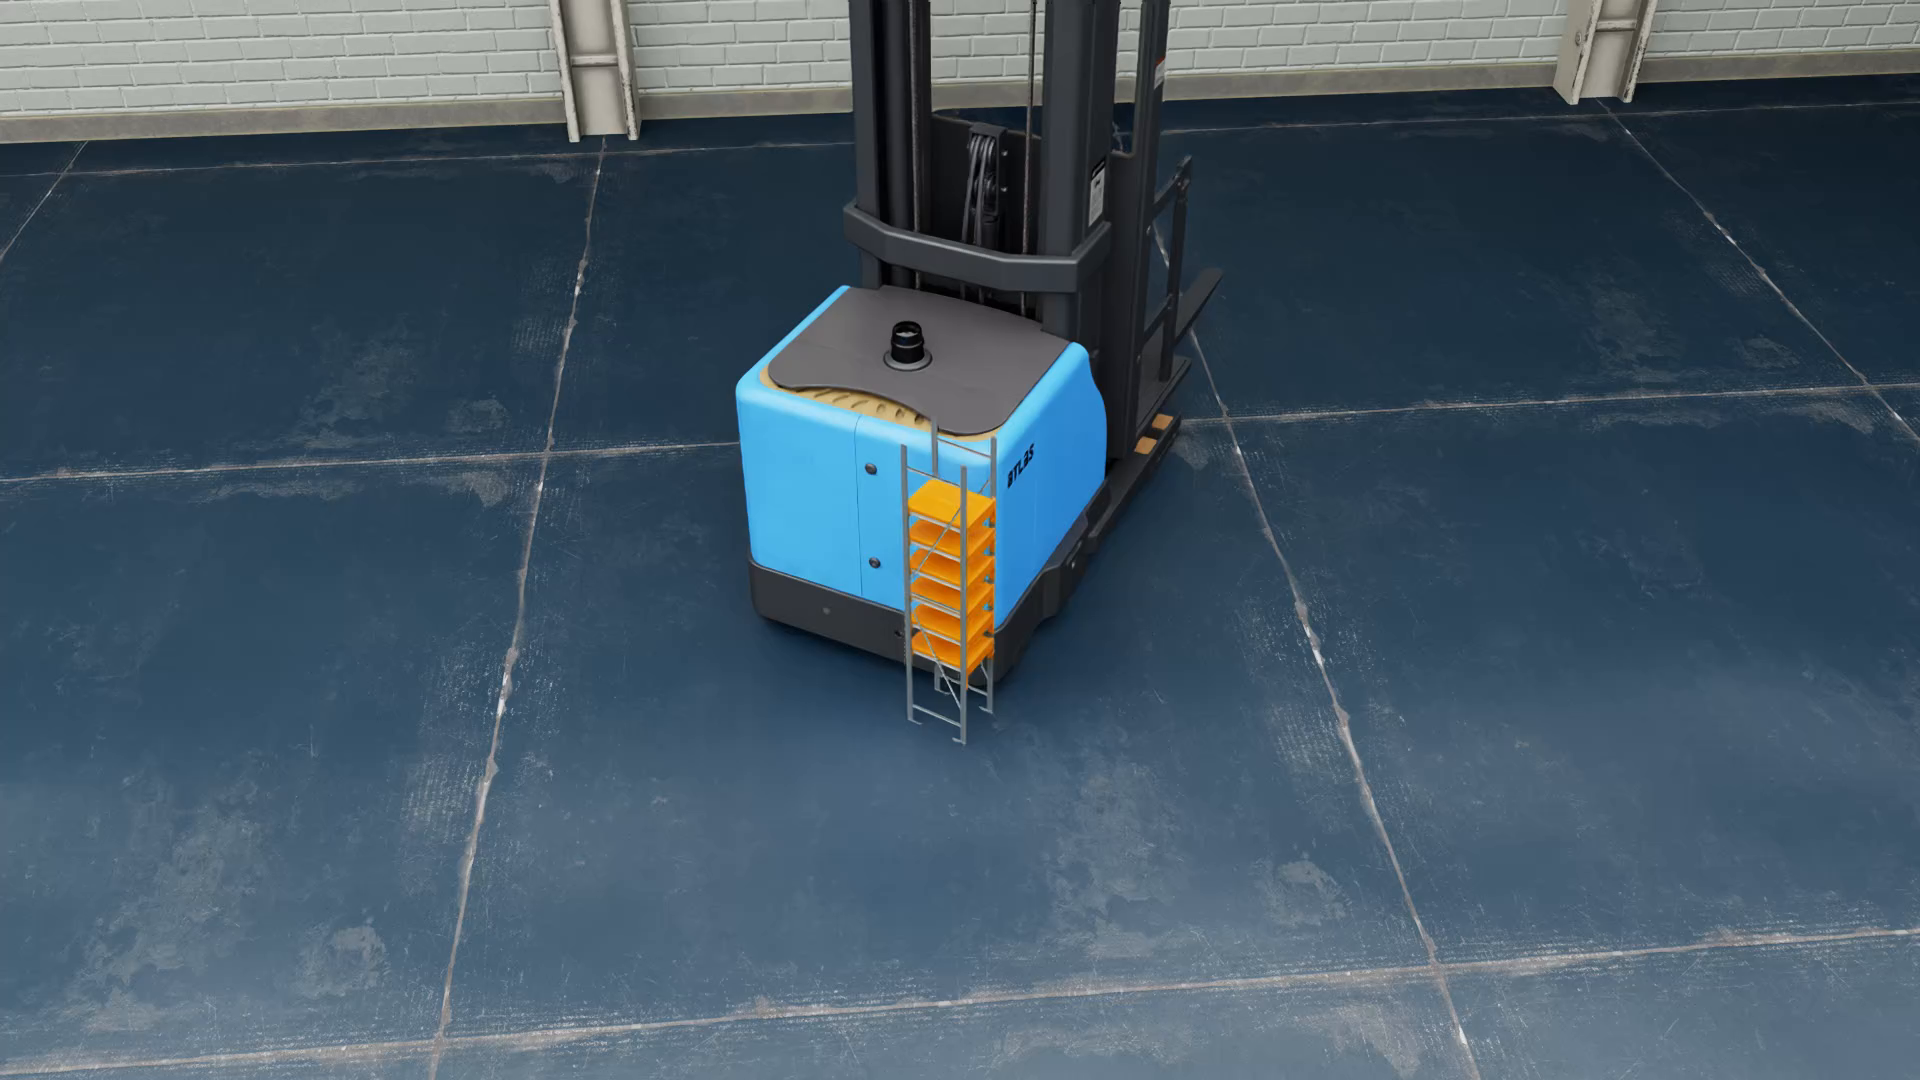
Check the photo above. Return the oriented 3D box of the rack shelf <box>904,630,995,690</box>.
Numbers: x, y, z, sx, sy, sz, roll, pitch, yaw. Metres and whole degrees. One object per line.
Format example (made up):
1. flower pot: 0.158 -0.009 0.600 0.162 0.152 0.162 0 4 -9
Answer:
1. rack shelf: -0.035 0.384 5.754 0.258 0.103 0.180 20 43 24

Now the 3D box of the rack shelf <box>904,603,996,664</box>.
1. rack shelf: -0.035 0.290 5.679 0.258 0.103 0.180 20 43 24

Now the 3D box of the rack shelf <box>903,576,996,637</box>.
1. rack shelf: -0.035 0.196 5.605 0.258 0.103 0.180 20 43 24

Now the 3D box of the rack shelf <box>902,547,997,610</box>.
1. rack shelf: -0.035 0.102 5.531 0.258 0.103 0.180 20 43 24

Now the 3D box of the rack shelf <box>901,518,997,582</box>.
1. rack shelf: -0.035 0.007 5.456 0.258 0.103 0.180 20 43 24

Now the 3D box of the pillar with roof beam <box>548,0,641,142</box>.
1. pillar with roof beam: -1.709 -3.301 3.669 0.400 9.000 9.100 -3 38 -4

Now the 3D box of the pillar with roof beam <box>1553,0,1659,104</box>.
1. pillar with roof beam: 4.267 -3.630 4.086 0.400 9.000 9.100 -3 38 -4

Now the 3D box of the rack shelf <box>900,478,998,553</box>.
1. rack shelf: -0.035 -0.087 5.382 0.258 0.103 0.180 20 43 24

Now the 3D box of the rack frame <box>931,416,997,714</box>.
1. rack frame: 0.012 0.112 5.639 0.240 1.200 0.006 20 43 24

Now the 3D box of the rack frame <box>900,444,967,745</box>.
1. rack frame: -0.082 0.210 5.516 0.240 1.200 0.006 20 43 24

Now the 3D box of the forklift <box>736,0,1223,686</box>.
1. forklift: 0.308 -1.534 6.327 1.130 2.935 3.031 17 41 20

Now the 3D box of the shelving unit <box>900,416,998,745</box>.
1. shelving unit: -0.035 0.161 5.577 0.258 1.200 0.189 20 43 24
